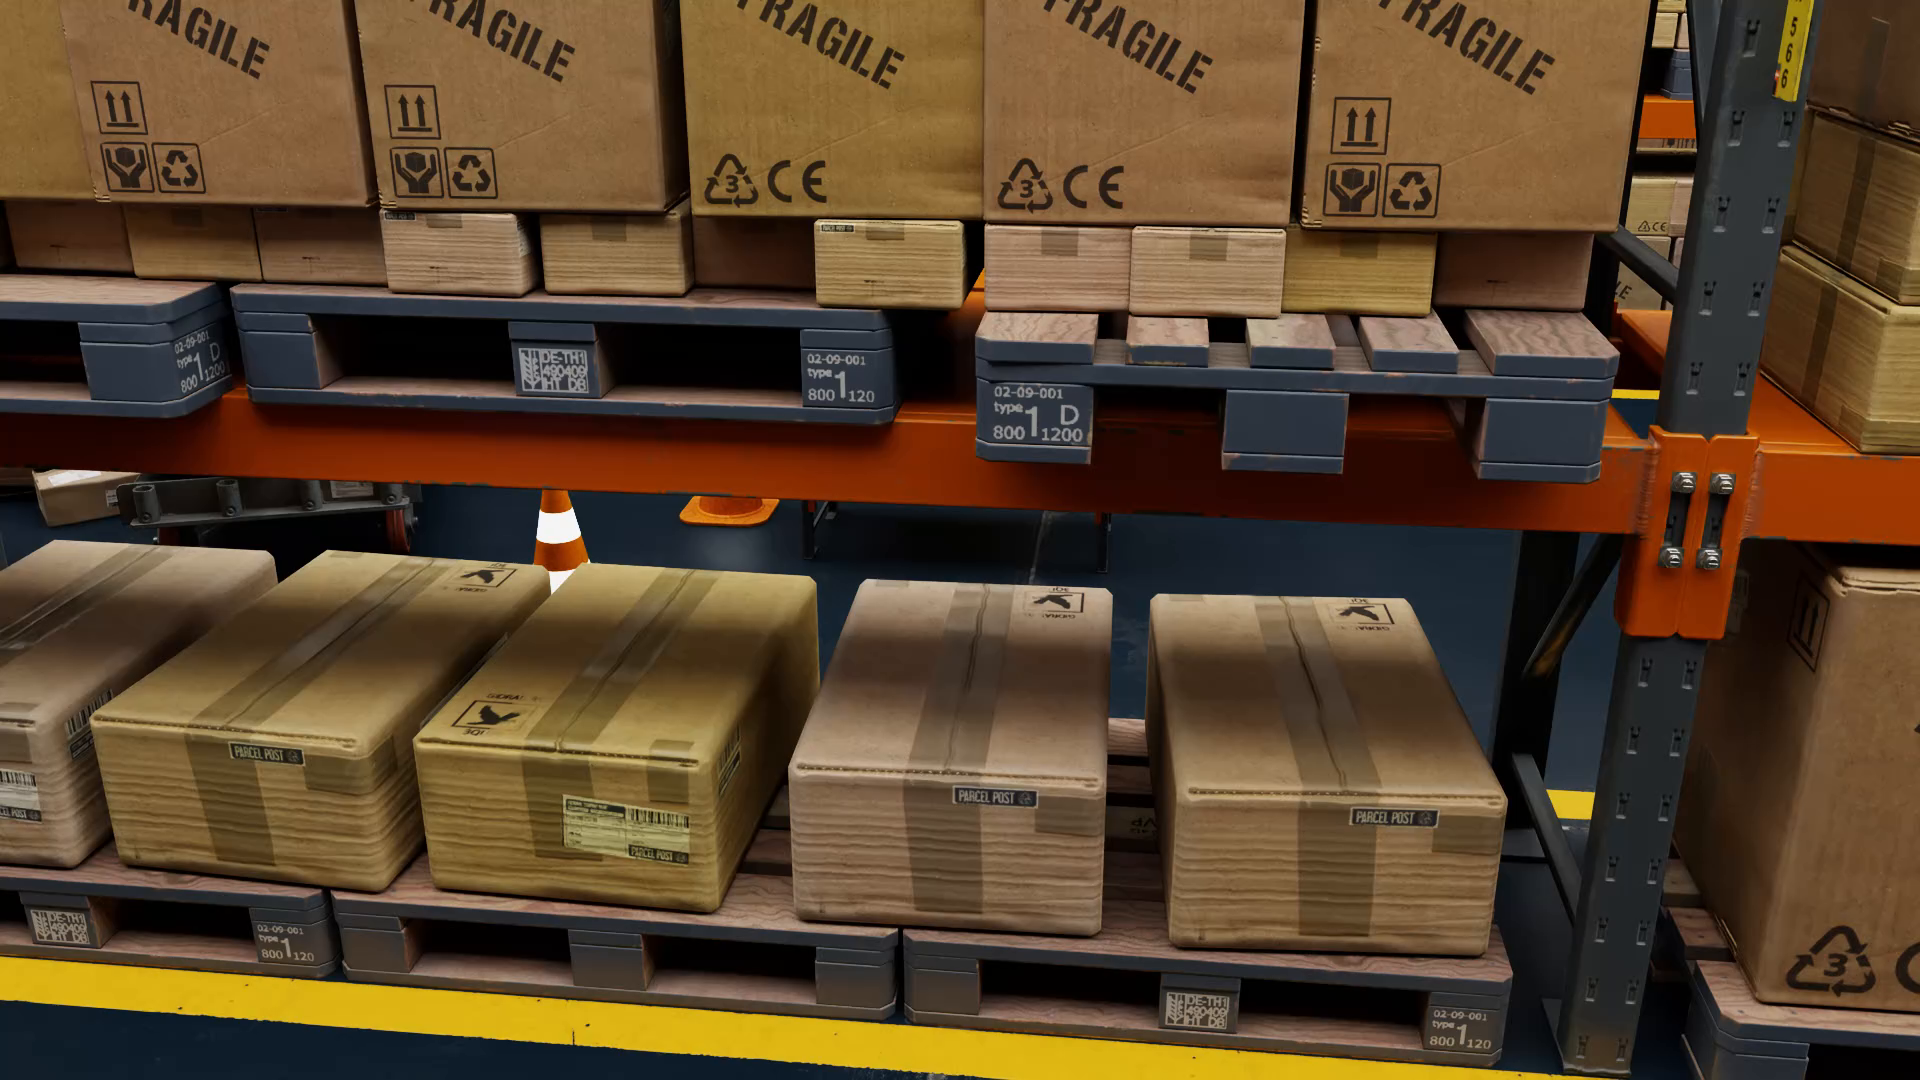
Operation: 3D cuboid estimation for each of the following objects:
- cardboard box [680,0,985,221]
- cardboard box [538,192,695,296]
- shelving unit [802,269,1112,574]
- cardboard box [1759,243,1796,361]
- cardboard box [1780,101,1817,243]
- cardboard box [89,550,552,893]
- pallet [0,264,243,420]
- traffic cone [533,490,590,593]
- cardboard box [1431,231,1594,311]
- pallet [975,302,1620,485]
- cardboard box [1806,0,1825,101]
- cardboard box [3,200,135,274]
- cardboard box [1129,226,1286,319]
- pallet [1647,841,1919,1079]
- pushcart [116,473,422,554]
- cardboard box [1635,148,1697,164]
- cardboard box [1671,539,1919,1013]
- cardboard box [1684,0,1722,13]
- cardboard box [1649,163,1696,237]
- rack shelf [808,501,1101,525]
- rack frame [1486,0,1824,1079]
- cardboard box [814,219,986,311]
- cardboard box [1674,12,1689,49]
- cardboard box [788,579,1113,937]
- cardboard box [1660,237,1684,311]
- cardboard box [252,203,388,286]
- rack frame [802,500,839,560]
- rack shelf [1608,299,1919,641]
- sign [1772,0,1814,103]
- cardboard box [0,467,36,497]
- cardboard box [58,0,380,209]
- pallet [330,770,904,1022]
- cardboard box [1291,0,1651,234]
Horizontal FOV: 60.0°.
[{"bbox_3d":[-0.189,-0.860,2.923,0.500,0.500,0.500,1,22,3],"label":"cardboard box"},{"bbox_3d":[-0.590,-0.567,3.064,0.250,0.149,0.380,2,22,5],"label":"cardboard box"},{"bbox_3d":[0.007,-0.523,5.732,1.048,1.125,0.538,2,22,6],"label":"shelving unit"},{"bbox_3d":[1.844,-0.525,3.392,0.500,0.250,0.500,2,22,4],"label":"cardboard box"},{"bbox_3d":[1.822,-0.756,3.297,0.500,0.250,0.500,2,22,6],"label":"cardboard box"},{"bbox_3d":[-1.426,0.383,3.893,0.625,0.372,0.950,4,22,10],"label":"cardboard box"},{"bbox_3d":[-1.919,-0.520,3.435,1.213,0.211,1.003,2,22,6],"label":"pallet"},{"bbox_3d":[-1.265,0.027,5.241,0.334,0.463,0.336,2,22,6],"label":"traffic cone"},{"bbox_3d":[0.958,-0.529,2.968,0.250,0.149,0.380,3,22,8],"label":"cardboard box"},{"bbox_3d":[0.591,-0.425,3.195,1.003,0.211,1.213,2,22,6],"label":"pallet"},{"bbox_3d":[1.855,-1.107,3.163,0.500,0.500,0.500,2,22,5],"label":"cardboard box"},{"bbox_3d":[-1.612,-0.636,3.239,0.250,0.149,0.380,4,22,10],"label":"cardboard box"},{"bbox_3d":[0.428,-0.508,2.916,0.250,0.149,0.380,2,22,6],"label":"cardboard box"},{"bbox_3d":[2.085,0.836,3.537,1.213,0.211,1.003,2,22,6],"label":"pallet"},{"bbox_3d":[-2.442,-0.310,6.211,0.936,0.377,1.648,-5,22,-12],"label":"pushcart"},{"bbox_3d":[3.509,-1.736,8.059,0.500,0.250,0.500,3,22,8],"label":"cardboard box"},{"bbox_3d":[1.987,0.331,3.341,0.875,0.875,0.875,2,22,6],"label":"cardboard box"},{"bbox_3d":[3.282,-2.413,7.329,0.250,0.149,0.380,3,22,6],"label":"cardboard box"},{"bbox_3d":[3.443,-1.549,7.587,0.500,0.250,0.500,3,22,7],"label":"cardboard box"},{"bbox_3d":[0.007,-0.295,5.822,1.000,0.278,0.538,2,22,6],"label":"rack shelf"},{"bbox_3d":[1.311,-0.522,3.180,0.127,3.000,1.000,2,22,6],"label":"rack frame"},{"bbox_3d":[-0.096,-0.529,2.969,0.250,0.149,0.380,3,22,7],"label":"cardboard box"},{"bbox_3d":[3.281,-2.274,7.383,0.250,0.149,0.380,3,22,8],"label":"cardboard box"},{"bbox_3d":[0.017,0.448,3.730,0.625,0.372,0.950,2,22,5],"label":"cardboard box"},{"bbox_3d":[3.476,-1.202,7.728,0.500,0.500,0.500,2,22,5],"label":"cardboard box"},{"bbox_3d":[-1.116,-0.598,3.143,0.250,0.149,0.380,3,22,7],"label":"cardboard box"},{"bbox_3d":[-0.498,-0.545,5.788,0.032,1.125,0.500,2,22,6],"label":"rack frame"},{"bbox_3d":[3.297,-0.101,3.094,4.000,0.370,1.077,2,22,6],"label":"rack shelf"},{"bbox_3d":[1.257,-0.825,2.480,0.005,0.325,0.100,2,22,6],"label":"sign"},{"bbox_3d":[-3.661,-0.581,6.541,0.503,0.637,0.797,2,22,6],"label":"cardboard box"},{"bbox_3d":[-1.242,-0.902,3.030,0.500,0.500,0.500,2,22,6],"label":"cardboard box"},{"bbox_3d":[-0.673,0.687,3.916,1.213,0.211,1.003,2,22,6],"label":"pallet"},{"bbox_3d":[0.827,-0.820,2.823,0.500,0.500,0.500,2,22,5],"label":"cardboard box"}]
